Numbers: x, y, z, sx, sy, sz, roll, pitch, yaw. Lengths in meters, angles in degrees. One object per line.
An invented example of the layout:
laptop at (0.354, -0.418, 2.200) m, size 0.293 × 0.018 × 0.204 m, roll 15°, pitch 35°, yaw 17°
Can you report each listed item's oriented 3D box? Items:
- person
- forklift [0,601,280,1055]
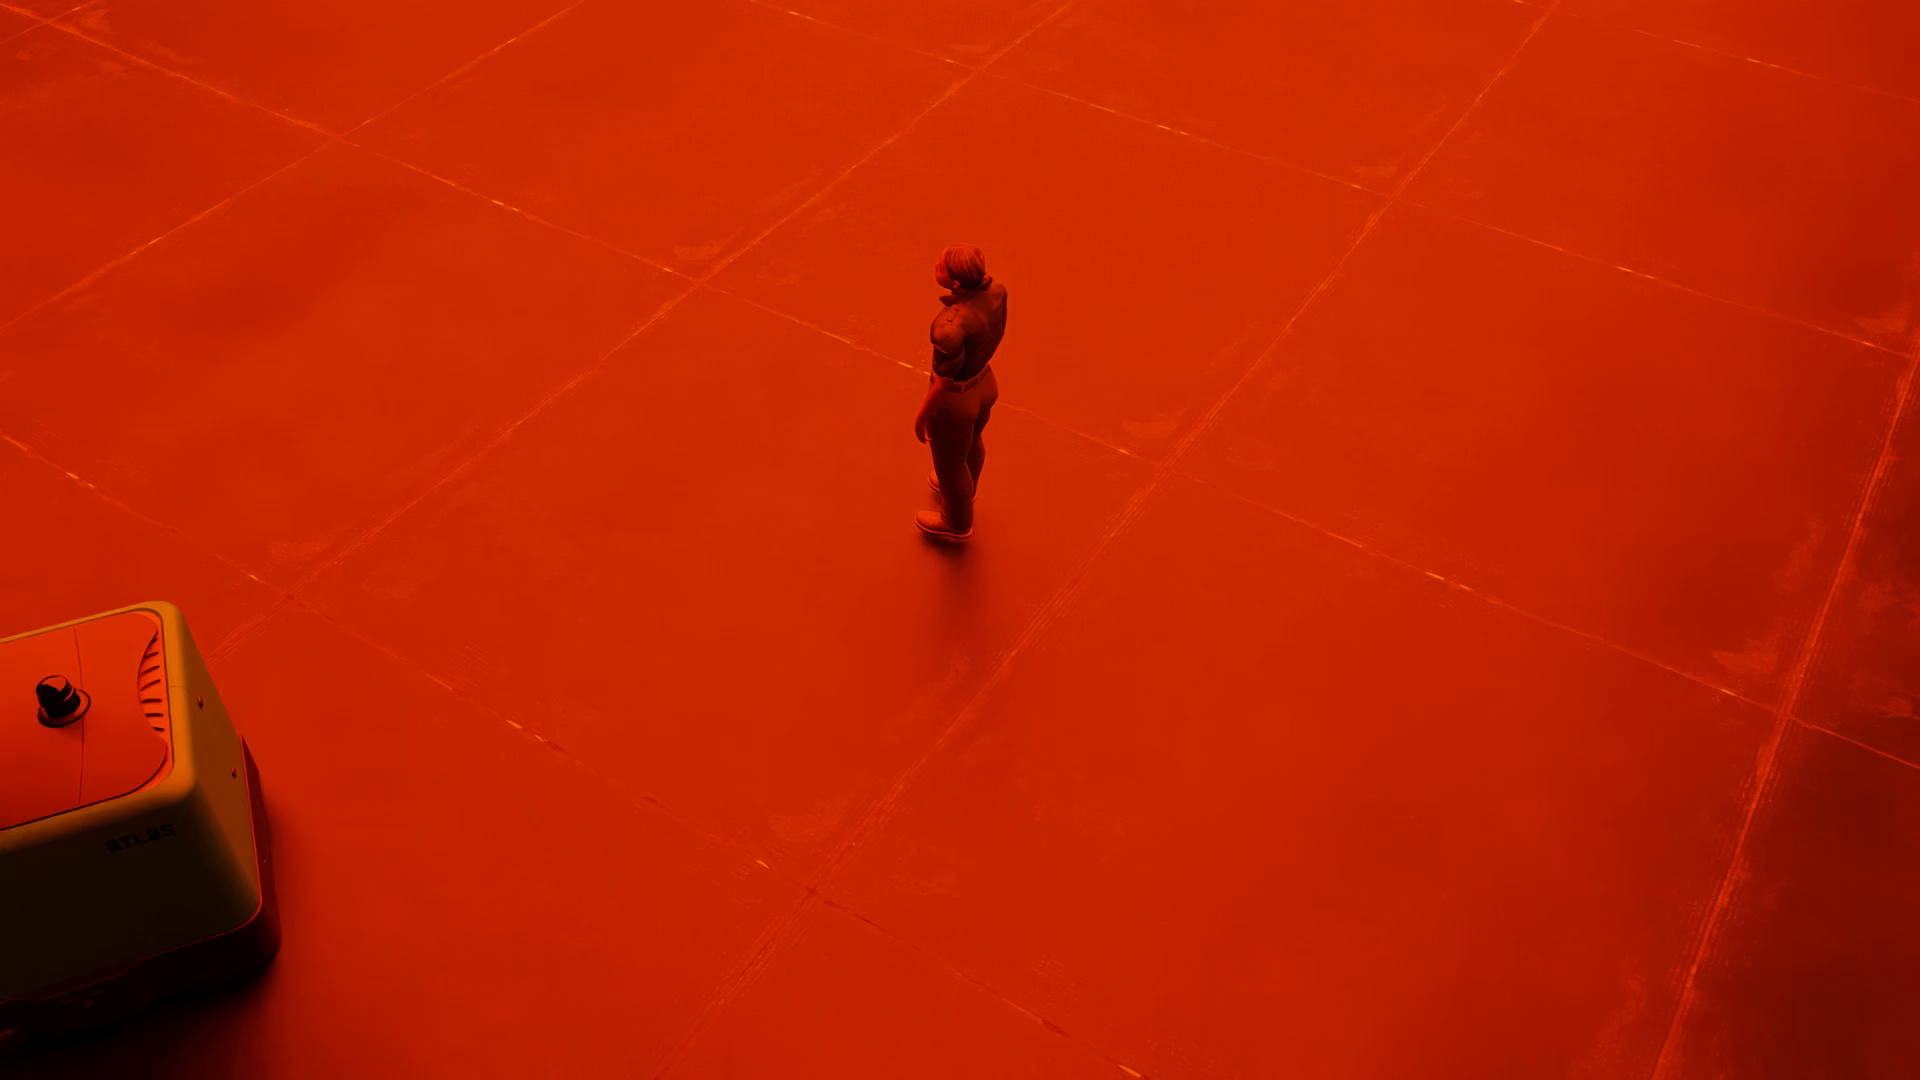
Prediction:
person at (-0.063, -0.679, 7.424) m, size 0.504 × 1.654 × 0.569 m, roll 24°, pitch 48°, yaw 23°
forklift at (-4.135, 0.614, 5.201) m, size 3.031 × 2.935 × 1.130 m, roll -16°, pitch 46°, yaw -16°
